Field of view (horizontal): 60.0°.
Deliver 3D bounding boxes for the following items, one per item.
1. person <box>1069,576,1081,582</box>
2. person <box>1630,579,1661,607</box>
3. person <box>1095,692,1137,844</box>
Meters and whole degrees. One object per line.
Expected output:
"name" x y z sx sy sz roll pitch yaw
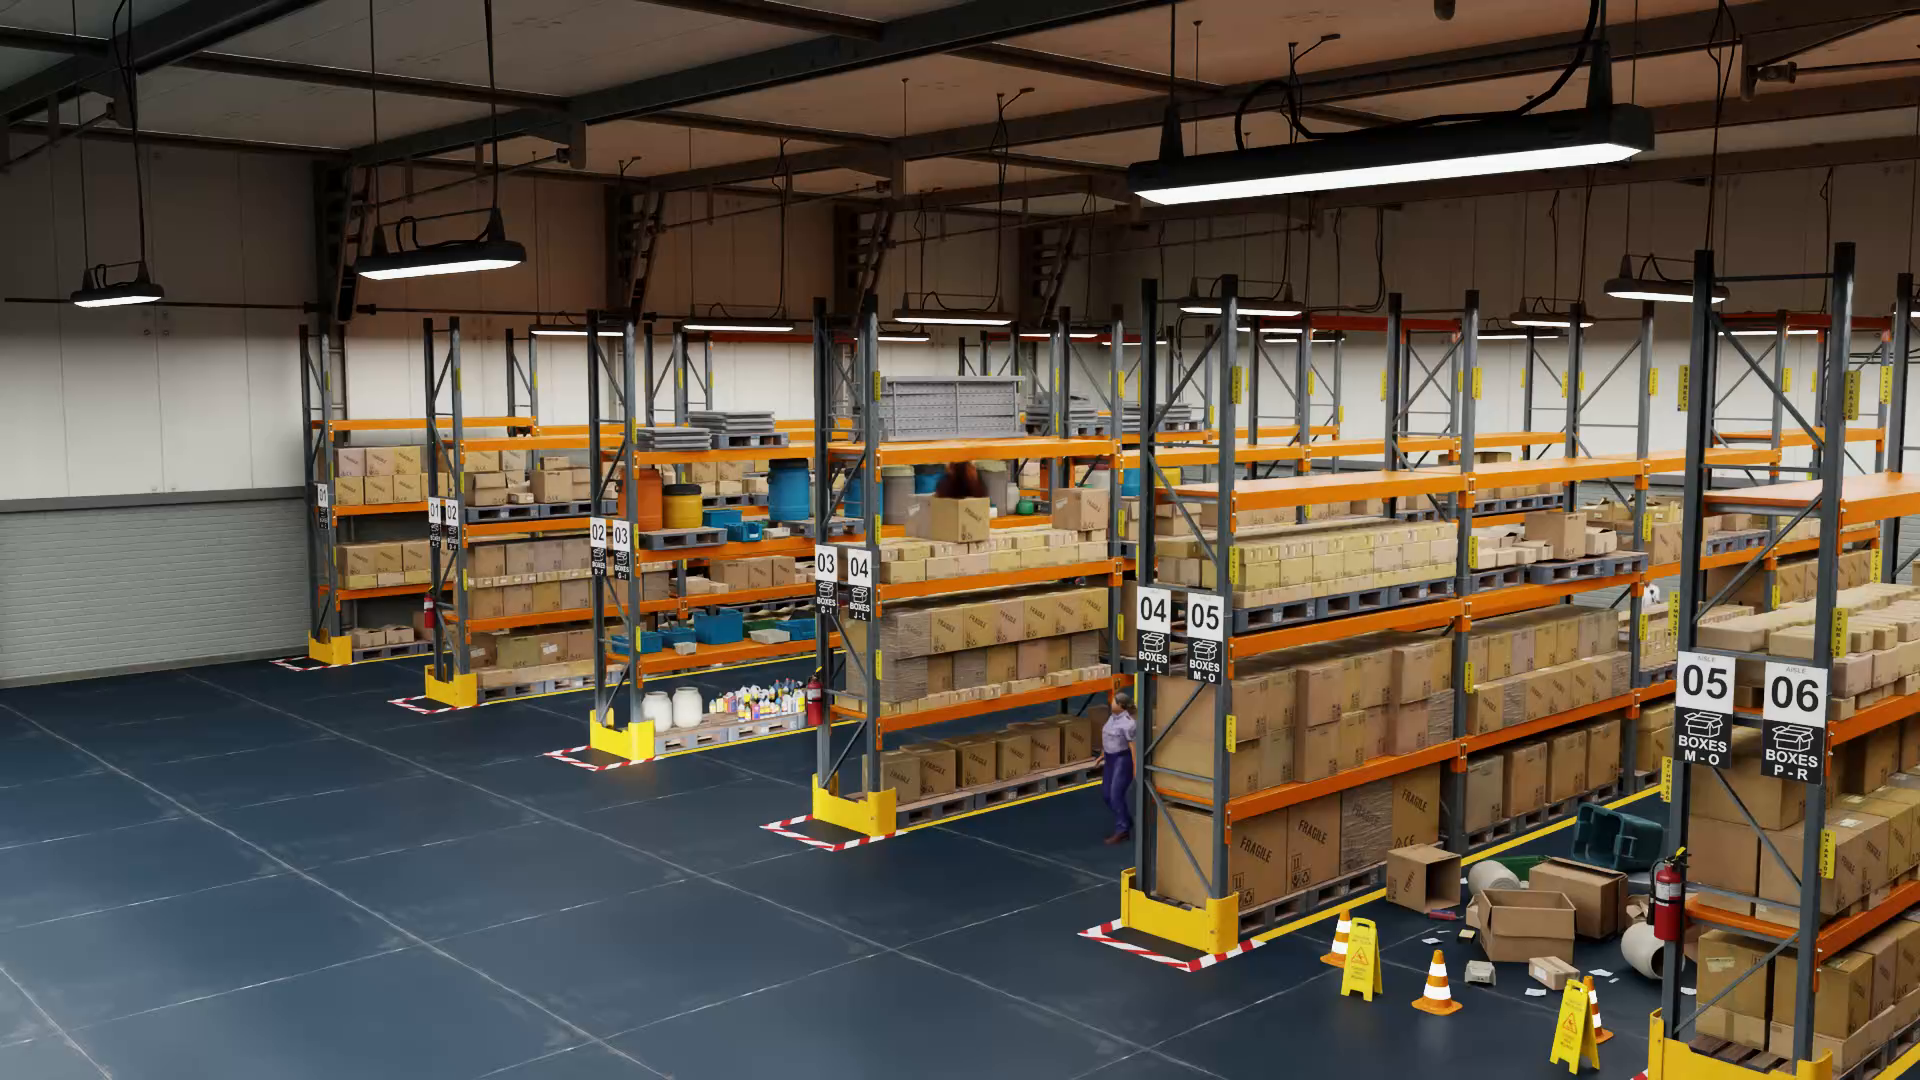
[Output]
"person" 2.083 1.113 31.712 0.560 1.737 0.508 -3 7 -29
"person" 12.261 1.354 29.735 0.539 1.617 0.908 3 6 26
"person" 1.768 2.515 18.549 0.548 1.605 0.611 -2 6 -21
